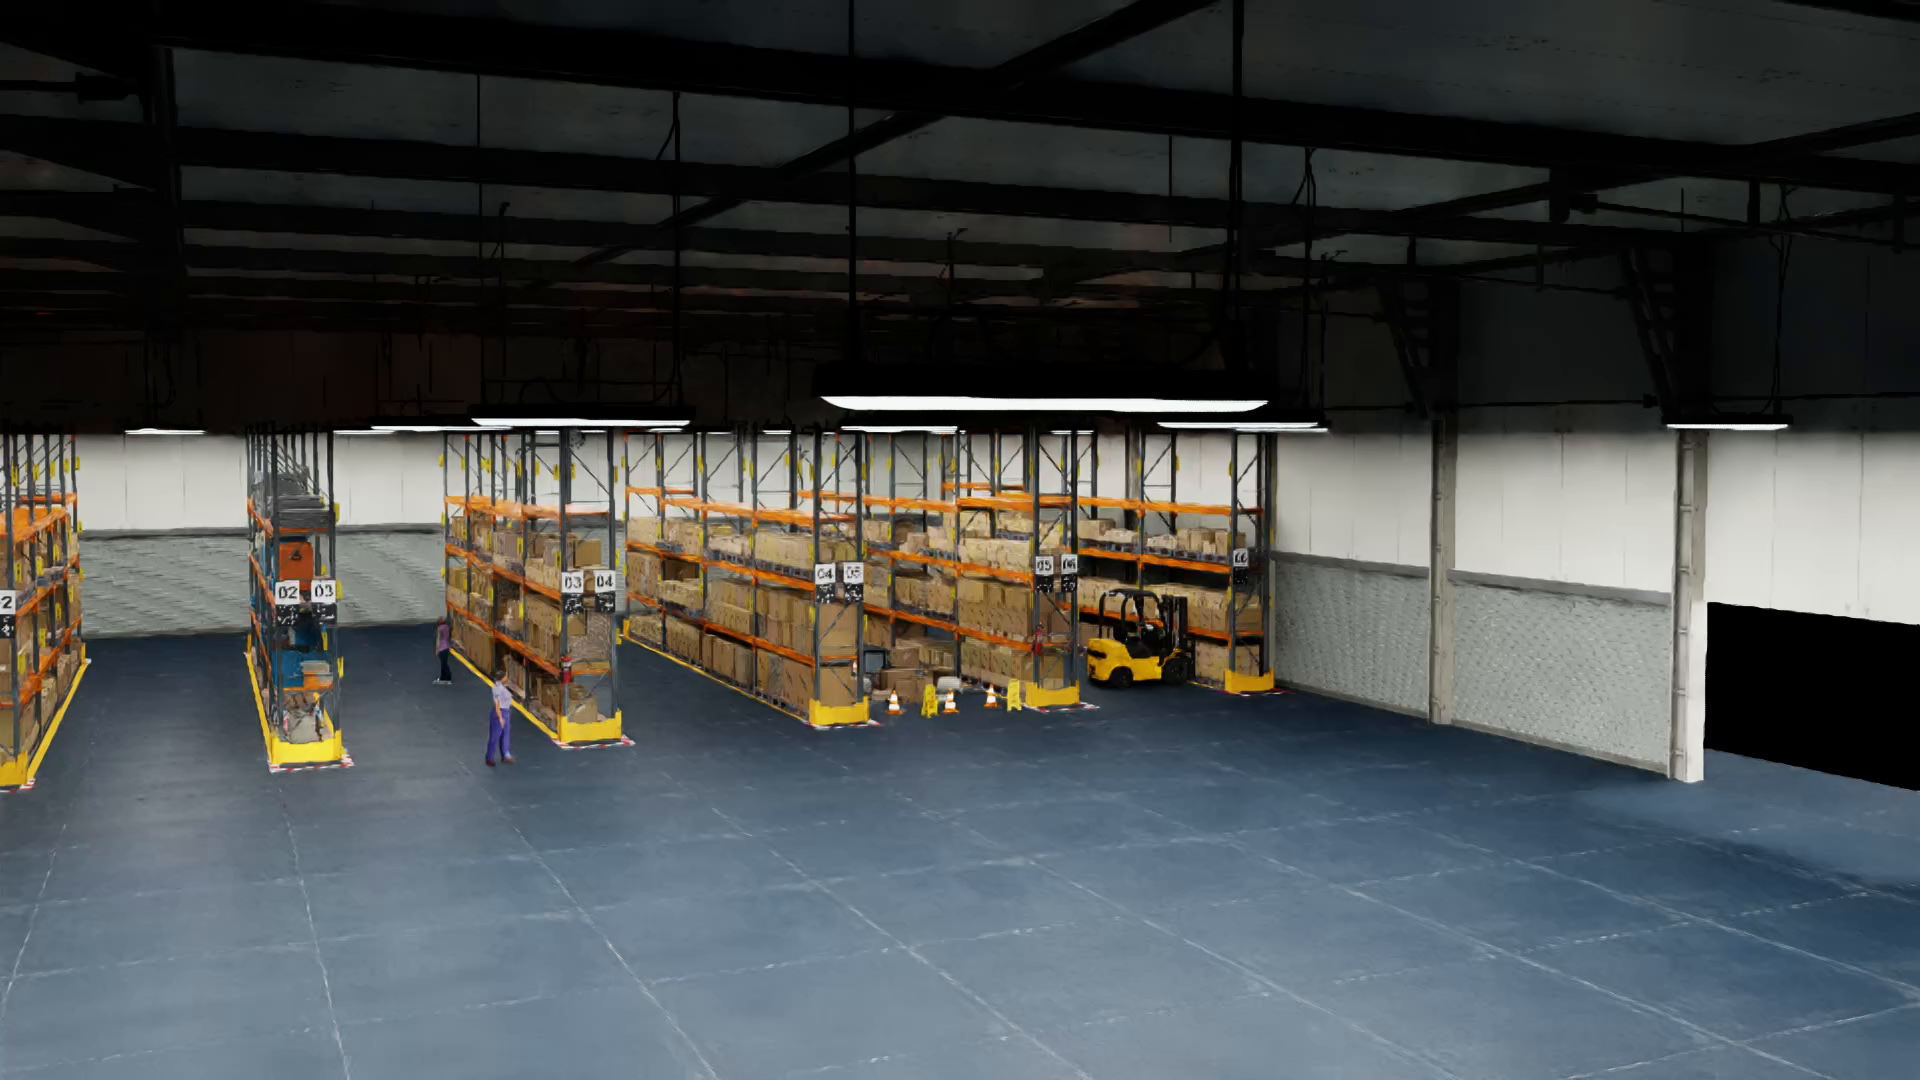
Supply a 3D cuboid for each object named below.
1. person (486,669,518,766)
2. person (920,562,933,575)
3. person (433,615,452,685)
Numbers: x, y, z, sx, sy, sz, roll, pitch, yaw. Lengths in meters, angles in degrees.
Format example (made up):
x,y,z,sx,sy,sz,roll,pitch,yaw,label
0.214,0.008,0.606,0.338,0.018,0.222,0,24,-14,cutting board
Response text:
x,y,z,sx,sy,sz,roll,pitch,yaw,label
-8.030,3.092,29.032,0.472,1.631,0.623,0,4,0,person
-1.086,1.491,53.671,0.551,1.784,0.711,3,4,36,person
-11.910,2.523,38.240,0.527,1.592,0.511,0,4,7,person
